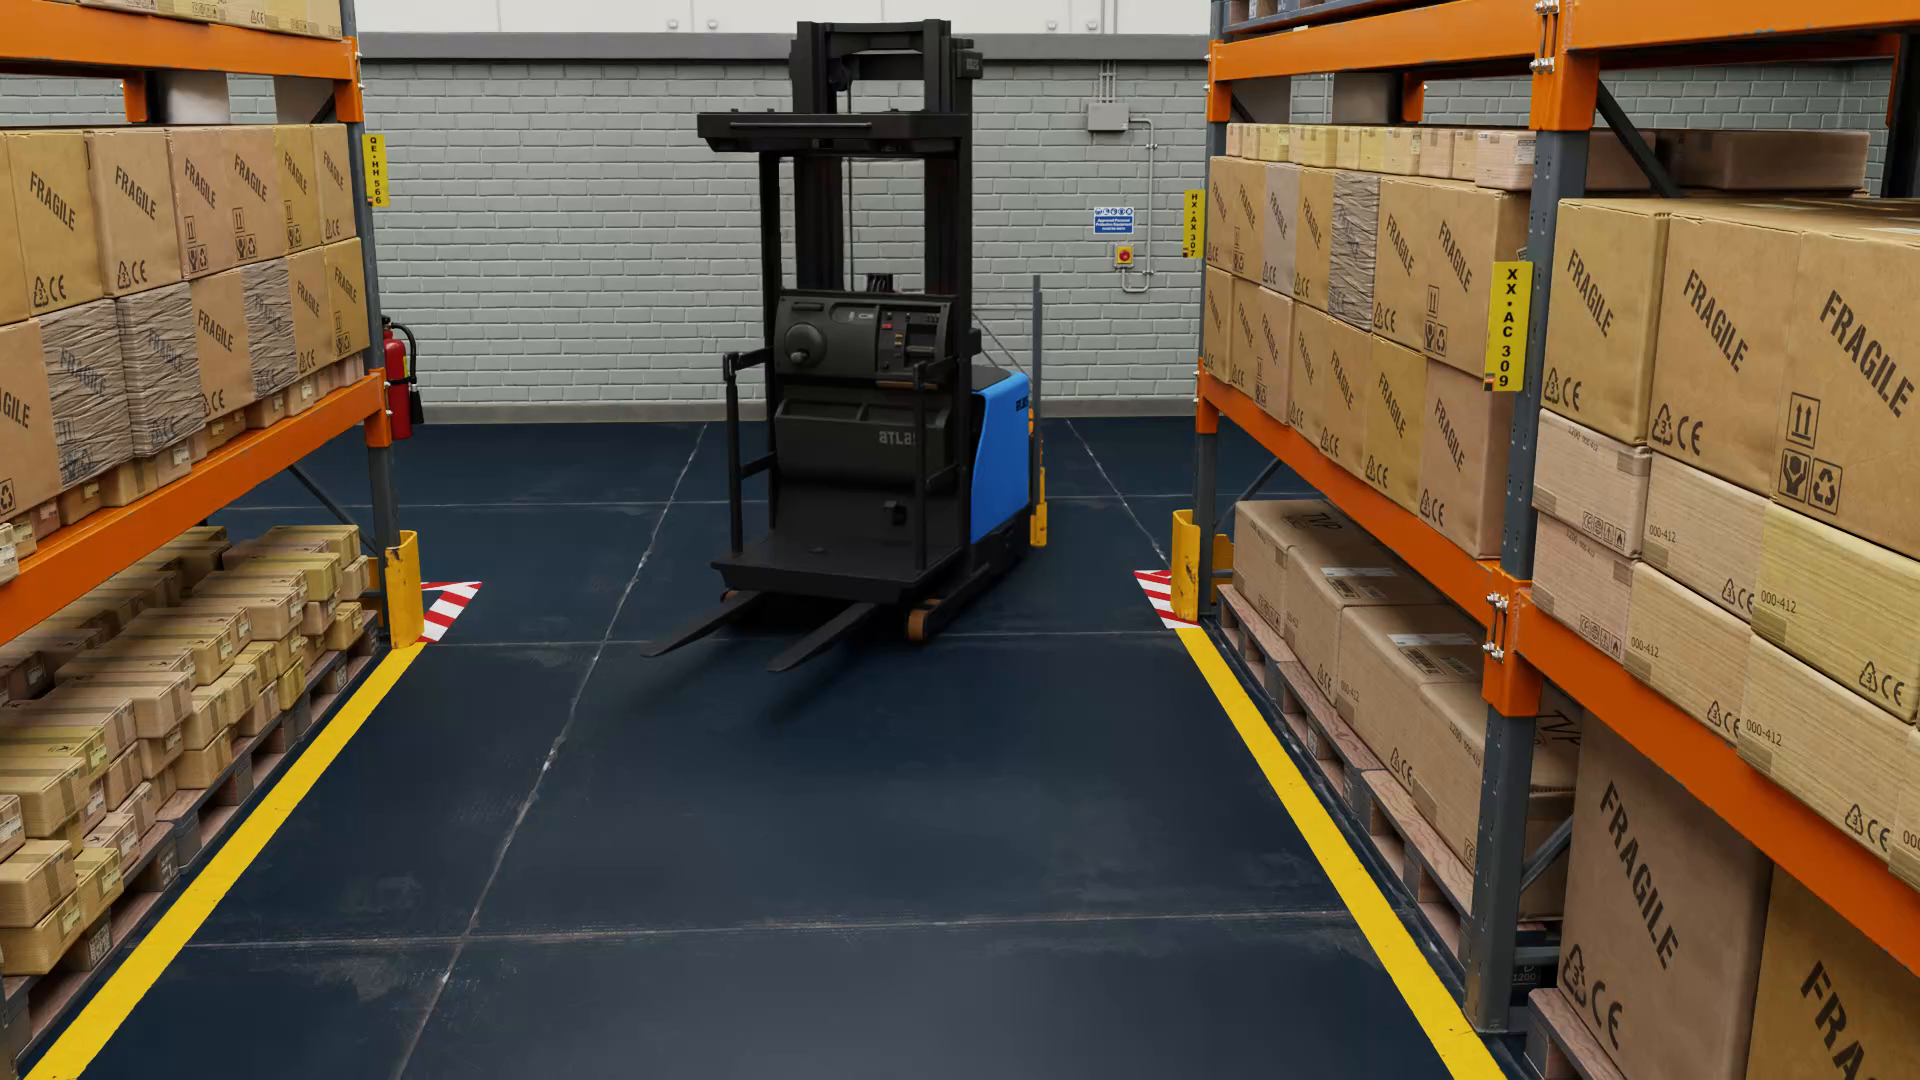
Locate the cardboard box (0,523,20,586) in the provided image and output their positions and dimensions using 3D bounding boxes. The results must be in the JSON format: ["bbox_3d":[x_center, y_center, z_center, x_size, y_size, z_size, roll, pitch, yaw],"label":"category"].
[{"bbox_3d":[-2.687,0.058,4.285,0.380,0.149,0.250,0,14,-1],"label":"cardboard box"}]

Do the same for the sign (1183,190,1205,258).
[{"bbox_3d":[1.136,-1.535,8.076,0.100,0.325,0.005,-1,14,-3],"label":"sign"}]

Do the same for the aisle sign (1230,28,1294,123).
[{"bbox_3d":[1.397,-2.357,7.950,0.394,0.787,0.004,-1,14,-3],"label":"aisle sign"}]

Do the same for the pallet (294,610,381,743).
[{"bbox_3d":[-3.224,0.589,7.313,1.003,0.211,1.213,-1,14,-3],"label":"pallet"}]

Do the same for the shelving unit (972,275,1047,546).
[{"bbox_3d":[0.241,-0.830,10.241,0.587,1.500,1.083,0,14,2],"label":"shelving unit"}]

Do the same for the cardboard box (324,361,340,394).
[{"bbox_3d":[-2.963,-0.722,7.317,0.380,0.149,0.250,-1,14,-4],"label":"cardboard box"}]

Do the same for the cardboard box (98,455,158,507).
[{"bbox_3d":[-2.807,-0.202,5.296,0.380,0.149,0.250,-1,14,-2],"label":"cardboard box"}]

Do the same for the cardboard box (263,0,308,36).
[{"bbox_3d":[-2.913,-2.127,6.555,0.500,0.250,0.500,-1,14,-3],"label":"cardboard box"}]

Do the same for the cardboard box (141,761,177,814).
[{"bbox_3d":[-2.899,0.838,5.629,0.380,0.149,0.250,-2,15,-6],"label":"cardboard box"}]

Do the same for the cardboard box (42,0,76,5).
[{"bbox_3d":[-2.801,-1.612,4.552,0.500,0.250,0.500,-1,14,-4],"label":"cardboard box"}]

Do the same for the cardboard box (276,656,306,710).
[{"bbox_3d":[-2.849,0.575,6.650,0.380,0.149,0.250,-2,15,-6],"label":"cardboard box"}]

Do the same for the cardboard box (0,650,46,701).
[{"bbox_3d":[-3.432,0.493,5.774,0.380,0.149,0.250,-1,14,-5],"label":"cardboard box"}]

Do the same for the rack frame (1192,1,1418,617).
[{"bbox_3d":[1.691,-1.084,8.221,1.000,3.000,0.127,-1,14,-3],"label":"rack frame"}]

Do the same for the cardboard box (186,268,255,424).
[{"bbox_3d":[-2.871,-0.689,5.888,0.500,0.500,0.500,0,14,-1],"label":"cardboard box"}]

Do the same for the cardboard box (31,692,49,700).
[{"bbox_3d":[-3.345,0.644,5.784,0.380,0.149,0.250,-2,15,-6],"label":"cardboard box"}]

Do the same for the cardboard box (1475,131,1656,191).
[{"bbox_3d":[1.602,-1.008,4.416,0.380,0.149,0.250,-1,14,-5],"label":"cardboard box"}]

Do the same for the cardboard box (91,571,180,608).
[{"bbox_3d":[-3.427,0.234,6.783,0.380,0.149,0.250,-2,15,-6],"label":"cardboard box"}]

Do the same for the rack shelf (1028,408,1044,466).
[{"bbox_3d":[0.240,-0.653,10.277,0.538,0.185,1.000,0,14,2],"label":"rack shelf"}]

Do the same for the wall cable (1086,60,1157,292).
[{"bbox_3d":[1.318,-2.994,13.540,0.585,1.953,0.123,-1,14,-3],"label":"wall cable"}]

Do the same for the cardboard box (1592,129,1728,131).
[{"bbox_3d":[2.088,-1.145,4.949,0.380,0.149,0.250,-1,14,-4],"label":"cardboard box"}]

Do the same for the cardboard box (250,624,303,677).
[{"bbox_3d":[-2.847,0.435,6.598,0.380,0.149,0.250,-1,14,-3],"label":"cardboard box"}]

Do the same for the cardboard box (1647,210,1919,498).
[{"bbox_3d":[1.738,-0.382,3.285,0.500,0.500,0.500,-1,14,-4],"label":"cardboard box"}]

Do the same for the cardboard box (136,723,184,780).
[{"bbox_3d":[-2.863,0.692,5.597,0.380,0.149,0.250,0,14,-1],"label":"cardboard box"}]

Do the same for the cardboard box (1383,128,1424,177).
[{"bbox_3d":[1.603,-1.262,5.402,0.380,0.149,0.250,-1,14,-4],"label":"cardboard box"}]

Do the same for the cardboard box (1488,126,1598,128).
[{"bbox_3d":[2.102,-1.398,5.931,0.380,0.149,0.250,-1,14,-3],"label":"cardboard box"}]

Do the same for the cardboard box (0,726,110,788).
[{"bbox_3d":[-2.833,0.681,5.046,0.380,0.149,0.250,-1,14,-4],"label":"cardboard box"}]

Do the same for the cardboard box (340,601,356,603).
[{"bbox_3d":[-3.003,0.322,7.633,0.380,0.149,0.250,-1,14,-2],"label":"cardboard box"}]

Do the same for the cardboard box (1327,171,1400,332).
[{"bbox_3d":[1.569,-0.988,5.640,0.500,0.500,0.500,-1,14,-3],"label":"cardboard box"}]

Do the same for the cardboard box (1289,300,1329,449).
[{"bbox_3d":[1.554,-0.633,6.265,0.500,0.500,0.500,0,14,-2],"label":"cardboard box"}]

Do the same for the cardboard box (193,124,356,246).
[{"bbox_3d":[-2.967,-1.550,7.225,0.500,0.500,0.500,-1,14,-5],"label":"cardboard box"}]

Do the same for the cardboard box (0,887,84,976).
[{"bbox_3d":[-2.698,1.094,4.634,0.380,0.149,0.250,-2,15,-6],"label":"cardboard box"}]

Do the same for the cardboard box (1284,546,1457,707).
[{"bbox_3d":[1.896,0.343,6.972,0.875,0.438,0.875,0,14,-2],"label":"cardboard box"}]

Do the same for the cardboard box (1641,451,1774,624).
[{"bbox_3d":[1.745,-0.016,3.367,0.500,0.250,0.500,-1,14,-3],"label":"cardboard box"}]

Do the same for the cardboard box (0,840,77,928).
[{"bbox_3d":[-2.699,0.950,4.596,0.380,0.149,0.250,0,14,-1],"label":"cardboard box"}]

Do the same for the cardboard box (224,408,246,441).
[{"bbox_3d":[-2.950,-0.463,6.309,0.380,0.149,0.250,-1,15,-6],"label":"cardboard box"}]

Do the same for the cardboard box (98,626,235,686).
[{"bbox_3d":[-2.882,0.423,6.047,0.380,0.149,0.250,-1,14,-3],"label":"cardboard box"}]

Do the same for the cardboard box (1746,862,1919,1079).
[{"bbox_3d":[2.120,1.113,3.100,0.875,0.875,0.875,0,14,-2],"label":"cardboard box"}]

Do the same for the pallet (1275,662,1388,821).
[{"bbox_3d":[1.891,0.766,6.624,1.003,0.211,1.213,-1,14,-3],"label":"pallet"}]

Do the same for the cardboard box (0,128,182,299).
[{"bbox_3d":[-2.828,-1.035,5.226,0.500,0.500,0.500,-1,14,-3],"label":"cardboard box"}]

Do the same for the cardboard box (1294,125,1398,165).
[{"bbox_3d":[1.502,-1.516,6.389,0.380,0.149,0.250,-1,14,-3],"label":"cardboard box"}]

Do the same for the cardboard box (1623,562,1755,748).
[{"bbox_3d":[1.736,0.225,3.432,0.500,0.250,0.500,-1,14,-5],"label":"cardboard box"}]

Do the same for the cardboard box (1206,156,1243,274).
[{"bbox_3d":[1.436,-1.493,7.603,0.500,0.500,0.500,-1,14,-5],"label":"cardboard box"}]

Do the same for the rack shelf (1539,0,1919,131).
[{"bbox_3d":[2.062,-0.697,2.138,1.077,0.370,4.000,-1,14,-3],"label":"rack shelf"}]

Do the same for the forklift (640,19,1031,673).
[{"bbox_3d":[-0.566,-1.034,8.163,1.130,2.935,3.031,5,15,19],"label":"forklift"}]

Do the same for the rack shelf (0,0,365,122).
[{"bbox_3d":[-3.120,-1.590,5.609,1.077,0.370,4.000,-1,14,-3],"label":"rack shelf"}]

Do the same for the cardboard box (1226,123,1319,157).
[{"bbox_3d":[1.436,-1.839,7.644,0.380,0.149,0.250,-1,14,-2],"label":"cardboard box"}]

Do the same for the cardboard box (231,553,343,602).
[{"bbox_3d":[-2.857,0.160,7.070,0.380,0.149,0.250,-1,14,-5],"label":"cardboard box"}]
